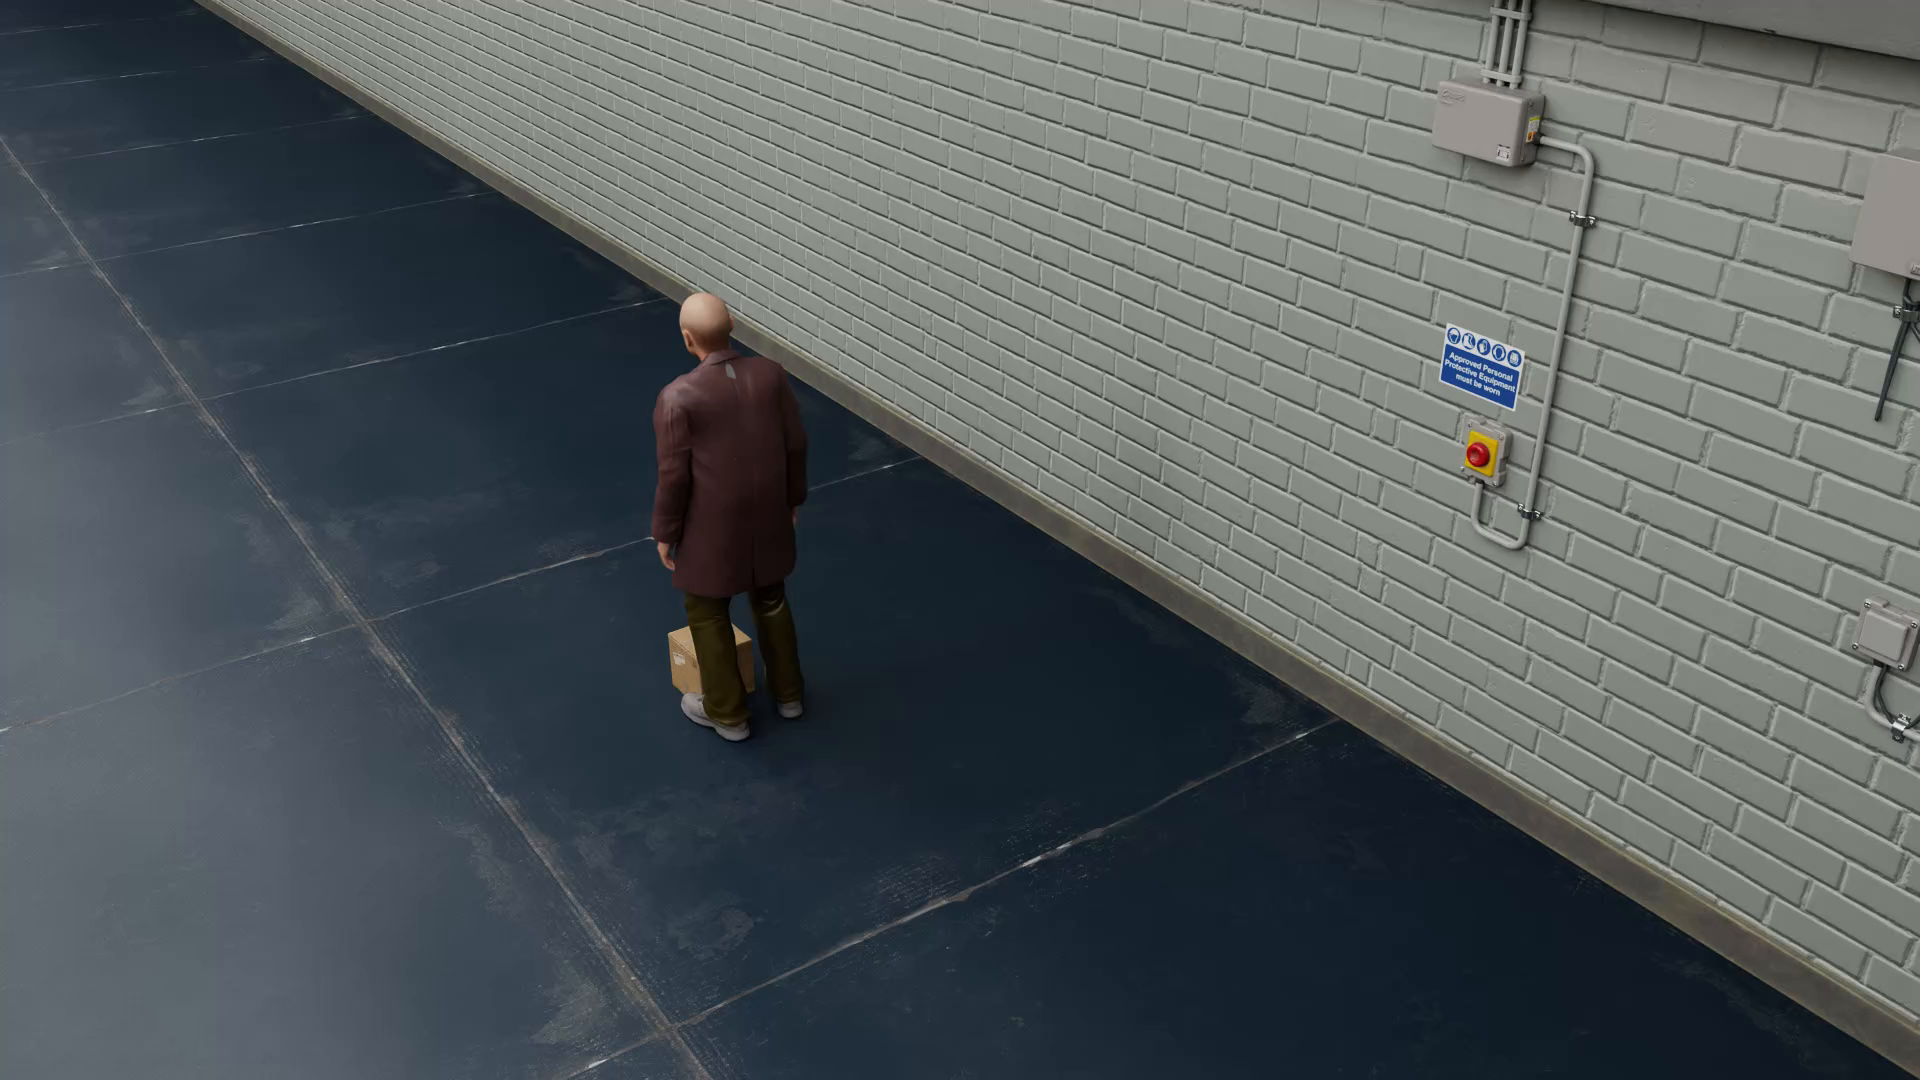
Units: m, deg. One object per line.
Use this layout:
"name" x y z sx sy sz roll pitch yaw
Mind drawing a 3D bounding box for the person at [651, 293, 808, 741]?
"person" -0.864 -0.077 6.284 0.642 1.773 0.428 -18 33 -31
